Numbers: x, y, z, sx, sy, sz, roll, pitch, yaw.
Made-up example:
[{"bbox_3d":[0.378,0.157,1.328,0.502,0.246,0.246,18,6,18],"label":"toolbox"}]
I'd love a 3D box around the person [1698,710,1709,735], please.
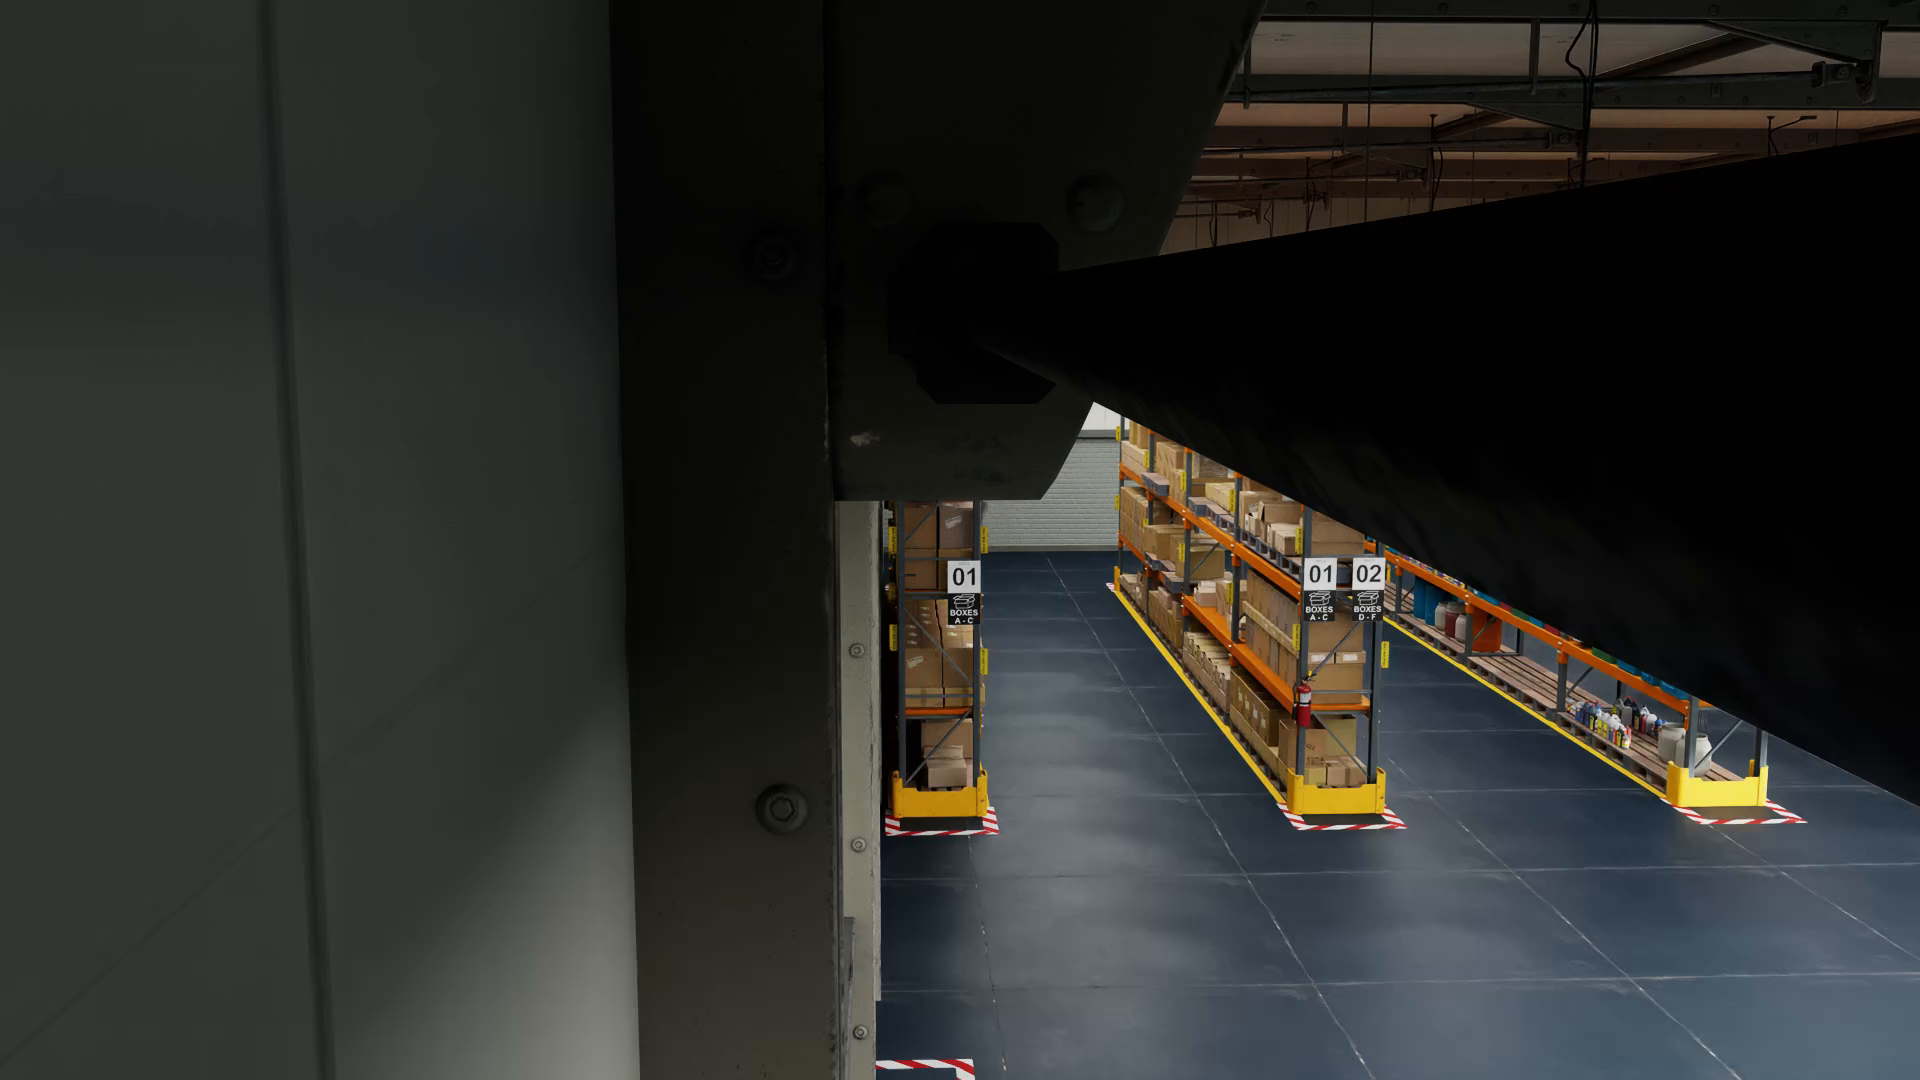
[{"bbox_3d":[11.099,1.971,24.713,0.484,1.723,0.941,0,8,0],"label":"person"}]
